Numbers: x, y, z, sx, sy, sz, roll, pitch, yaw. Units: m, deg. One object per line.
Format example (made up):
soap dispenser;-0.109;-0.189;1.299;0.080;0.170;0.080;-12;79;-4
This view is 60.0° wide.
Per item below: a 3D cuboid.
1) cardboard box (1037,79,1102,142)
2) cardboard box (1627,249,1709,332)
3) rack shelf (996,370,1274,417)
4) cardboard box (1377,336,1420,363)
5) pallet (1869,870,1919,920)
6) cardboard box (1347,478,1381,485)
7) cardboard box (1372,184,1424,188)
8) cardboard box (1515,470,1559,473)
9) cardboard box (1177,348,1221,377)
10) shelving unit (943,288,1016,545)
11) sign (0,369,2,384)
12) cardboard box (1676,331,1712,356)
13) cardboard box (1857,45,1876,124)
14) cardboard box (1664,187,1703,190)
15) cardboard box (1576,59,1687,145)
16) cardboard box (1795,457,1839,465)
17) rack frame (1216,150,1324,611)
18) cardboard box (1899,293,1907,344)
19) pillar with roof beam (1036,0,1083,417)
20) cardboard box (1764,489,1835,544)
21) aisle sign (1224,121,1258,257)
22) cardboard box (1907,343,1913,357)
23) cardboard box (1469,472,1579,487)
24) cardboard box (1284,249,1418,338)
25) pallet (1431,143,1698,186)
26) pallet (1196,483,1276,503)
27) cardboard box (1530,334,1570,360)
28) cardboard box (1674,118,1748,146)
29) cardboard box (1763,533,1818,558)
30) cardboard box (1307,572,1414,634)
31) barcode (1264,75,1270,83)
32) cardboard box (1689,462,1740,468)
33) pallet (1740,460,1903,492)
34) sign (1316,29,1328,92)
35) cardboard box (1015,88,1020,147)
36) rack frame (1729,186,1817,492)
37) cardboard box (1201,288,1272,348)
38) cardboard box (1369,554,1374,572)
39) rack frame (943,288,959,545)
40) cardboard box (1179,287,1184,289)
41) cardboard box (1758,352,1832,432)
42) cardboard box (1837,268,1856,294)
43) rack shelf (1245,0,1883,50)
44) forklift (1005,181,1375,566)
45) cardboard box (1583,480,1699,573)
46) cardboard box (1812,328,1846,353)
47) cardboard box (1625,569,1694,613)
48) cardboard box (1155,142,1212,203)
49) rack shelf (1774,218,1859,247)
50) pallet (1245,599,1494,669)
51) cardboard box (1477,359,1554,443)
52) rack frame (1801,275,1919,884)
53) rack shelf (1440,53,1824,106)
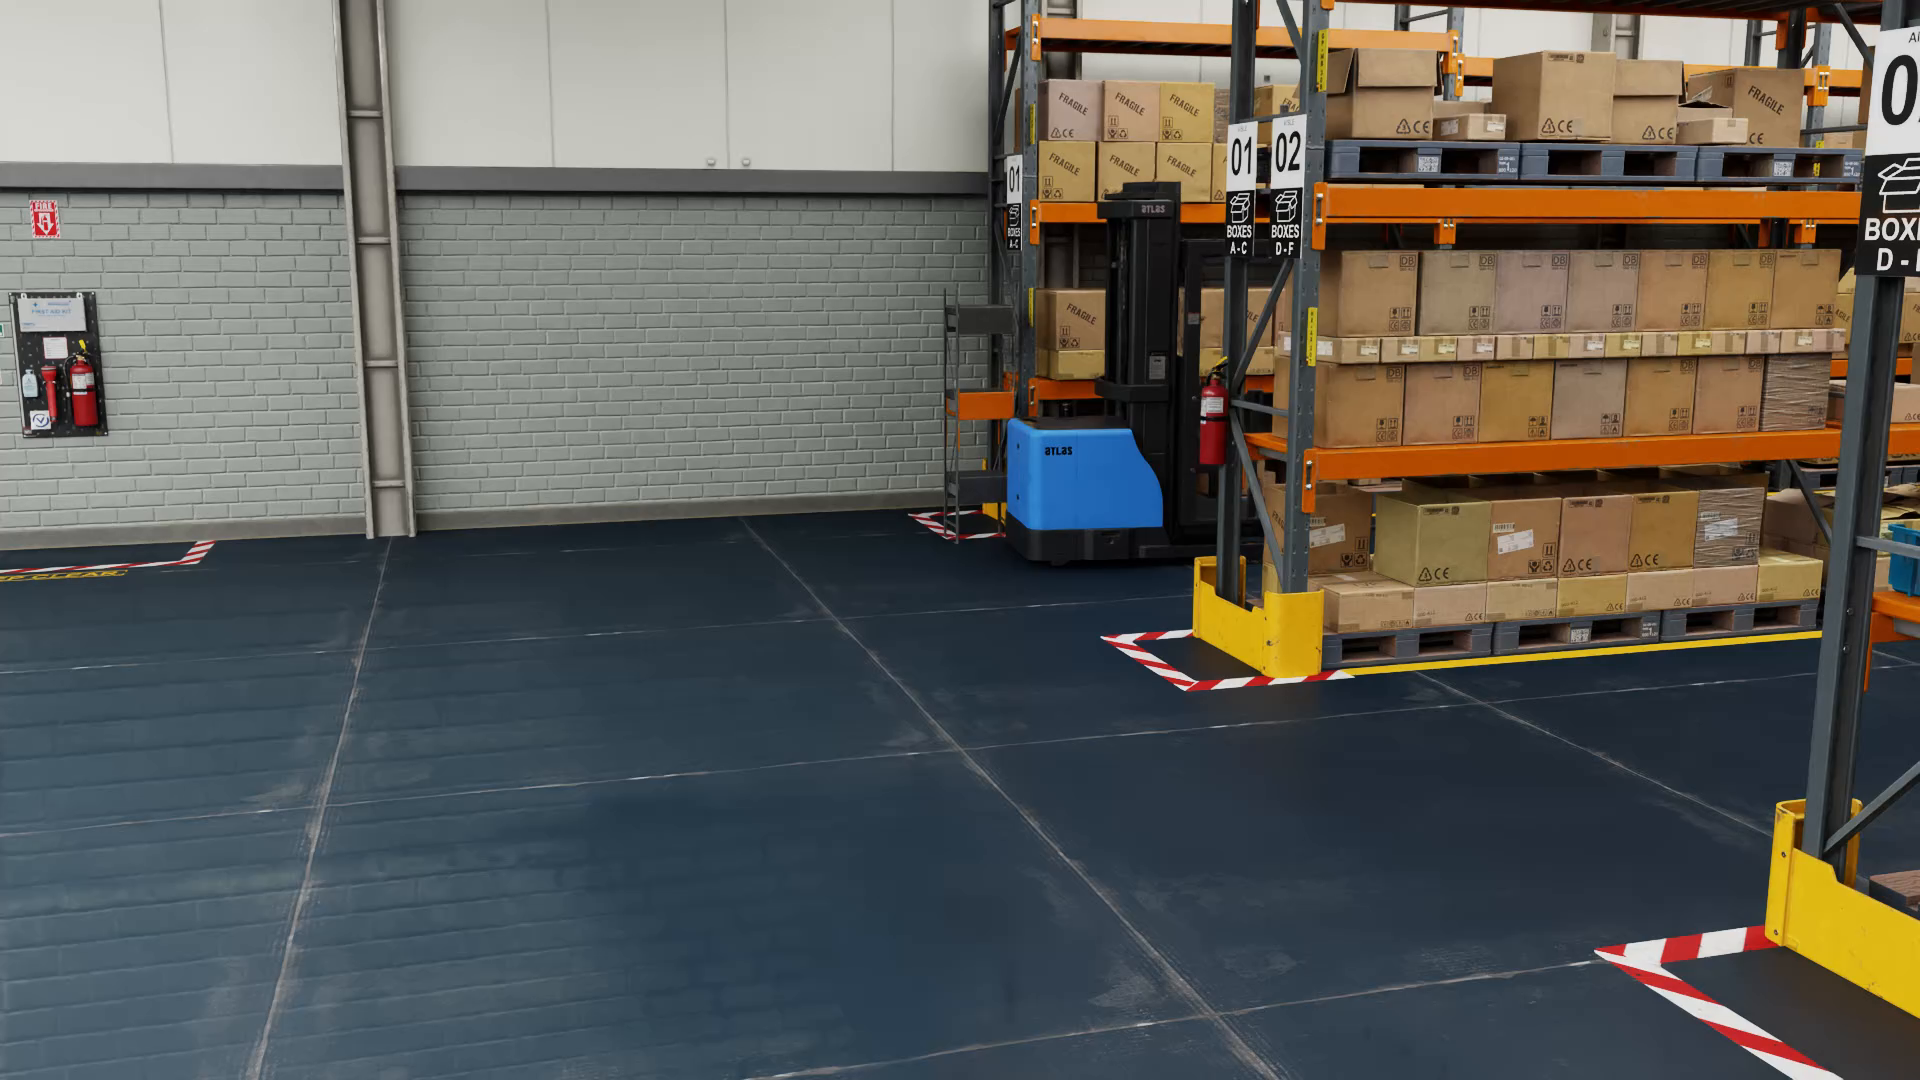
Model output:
cardboard box;0.885;-3.643;14.173;0.500;0.500;0.500;-4;11;-20
cardboard box;4.286;-1.594;10.560;0.500;0.500;0.700;-3;11;-16
rack shelf;2.368;-1.387;15.284;4.000;0.370;1.077;-3;11;-16
cardboard box;2.525;-1.143;9.904;0.250;0.149;0.380;-3;11;-17
pallet;4.058;1.402;5.850;1.213;0.211;1.003;-3;11;-16
cardboard box;3.783;-0.633;15.810;0.250;0.166;0.380;-5;11;-23
cardboard box;3.870;-3.308;15.113;0.500;0.500;0.500;-3;11;-14
cardboard box;5.472;-0.904;16.363;0.500;0.500;0.700;-3;11;-17
cardboard box;1.990;-1.599;14.806;0.500;0.250;0.500;-3;11;-17
shelving unit;0.159;-1.041;13.902;0.503;2.100;0.431;-3;11;-16
sign;-7.826;-1.411;13.328;0.234;0.329;0.001;-3;11;-16
cardboard box;4.497;-1.247;10.469;0.250;0.149;0.380;-3;11;-16
cardboard box;6.279;-2.982;10.860;0.500;0.500;0.500;-3;11;-15
cardboard box;6.858;-3.531;16.317;0.637;0.503;0.797;-1;11;-8
cardboard box;4.060;-2.721;10.427;0.637;0.503;0.797;-2;11;-10
cardboard box;8.871;-1.208;17.103;0.750;0.750;0.750;-3;11;-17
rack frame;1.836;-0.779;9.992;0.127;3.000;1.000;-3;11;-16
cardboard box;9.172;-2.255;16.857;0.500;0.500;0.500;-3;11;-14
pillar with roof beam;2.081;-4.028;11.070;0.400;9.000;9.100;-3;11;-16
cardboard box;5.985;-0.182;11.634;0.500;0.311;0.500;-3;11;-16
aisle sign;1.690;-2.105;10.016;0.004;0.787;0.394;-3;11;-16
cardboard box;9.737;-1.977;17.141;0.250;0.149;0.380;-3;11;-15
cardboard box;3.704;-0.159;10.989;0.500;0.500;0.500;-3;11;-16
cardboard box;2.338;-1.490;9.997;0.500;0.500;0.700;-3;11;-16
pallet;3.695;-2.304;10.238;1.213;0.211;1.003;-3;11;-16
pallet;2.480;-0.368;15.464;1.213;0.211;1.003;-3;11;-16
cardboard box;3.509;-1.195;10.185;0.250;0.149;0.380;-3;11;-17
cardboard box;4.594;-2.500;10.203;0.250;0.149;0.380;-3;11;-16
cardboard box;5.993;0.093;11.691;0.500;0.250;0.500;-3;11;-16
cardboard box;2.413;0.378;10.141;0.500;0.250;0.500;-3;11;-16
barcode;2.833;-4.256;15.349;0.075;0.075;0.001;-3;11;-16
cardboard box;7.452;-0.986;16.807;0.500;0.500;0.700;-3;11;-15
pallet;8.907;-0.700;17.266;1.213;0.211;1.003;-3;11;-16
sign;1.985;-2.626;9.109;0.005;0.325;0.100;-3;11;-16
cardboard box;0.788;-3.733;14.661;0.500;0.500;0.500;-3;11;-13
rack frame;8.129;-2.045;16.868;0.127;3.000;1.000;-3;11;-16
cardboard box;2.457;-1.993;14.876;0.500;0.500;0.500;-3;11;-14
cardboard box;2.745;0.261;10.779;0.500;0.250;0.500;-3;11;-16
rack frame;-0.075;-1.029;13.834;0.015;2.100;0.400;-3;11;-16
cardboard box;1.822;-2.056;15.218;0.500;0.500;0.500;-3;11;-18
cardboard box;5.252;-1.007;10.955;0.500;0.500;0.700;-3;11;-17
cardboard box;8.664;-2.598;16.652;0.500;0.250;0.500;-3;11;-15
rack shelf;3.756;-3.280;10.100;4.000;0.370;1.077;-3;11;-16
forklift;1.937;-1.343;13.248;3.031;2.935;1.130;-2;11;-9
cardboard box;4.330;-0.094;10.634;0.500;0.500;0.500;-3;11;-16
cardboard box;5.475;-1.298;10.747;0.250;0.149;0.380;-3;11;-16
cardboard box;4.333;0.277;10.690;0.500;0.250;0.500;-3;11;-16
cardboard box;1.861;-3.195;14.503;0.500;0.500;0.500;-2;11;-13
rack shelf;7.596;-2.204;11.435;4.000;0.370;1.077;-3;11;-16
pallet;2.558;0.546;10.495;1.213;0.211;1.003;-3;11;-16
cardboard box;3.269;-0.901;10.380;0.500;0.500;0.700;-3;11;-16
rack frame;3.216;0.082;5.314;0.127;3.000;1.000;-3;11;-16
rack shelf;6.208;-4.343;15.877;4.000;0.370;1.077;-3;11;-16
